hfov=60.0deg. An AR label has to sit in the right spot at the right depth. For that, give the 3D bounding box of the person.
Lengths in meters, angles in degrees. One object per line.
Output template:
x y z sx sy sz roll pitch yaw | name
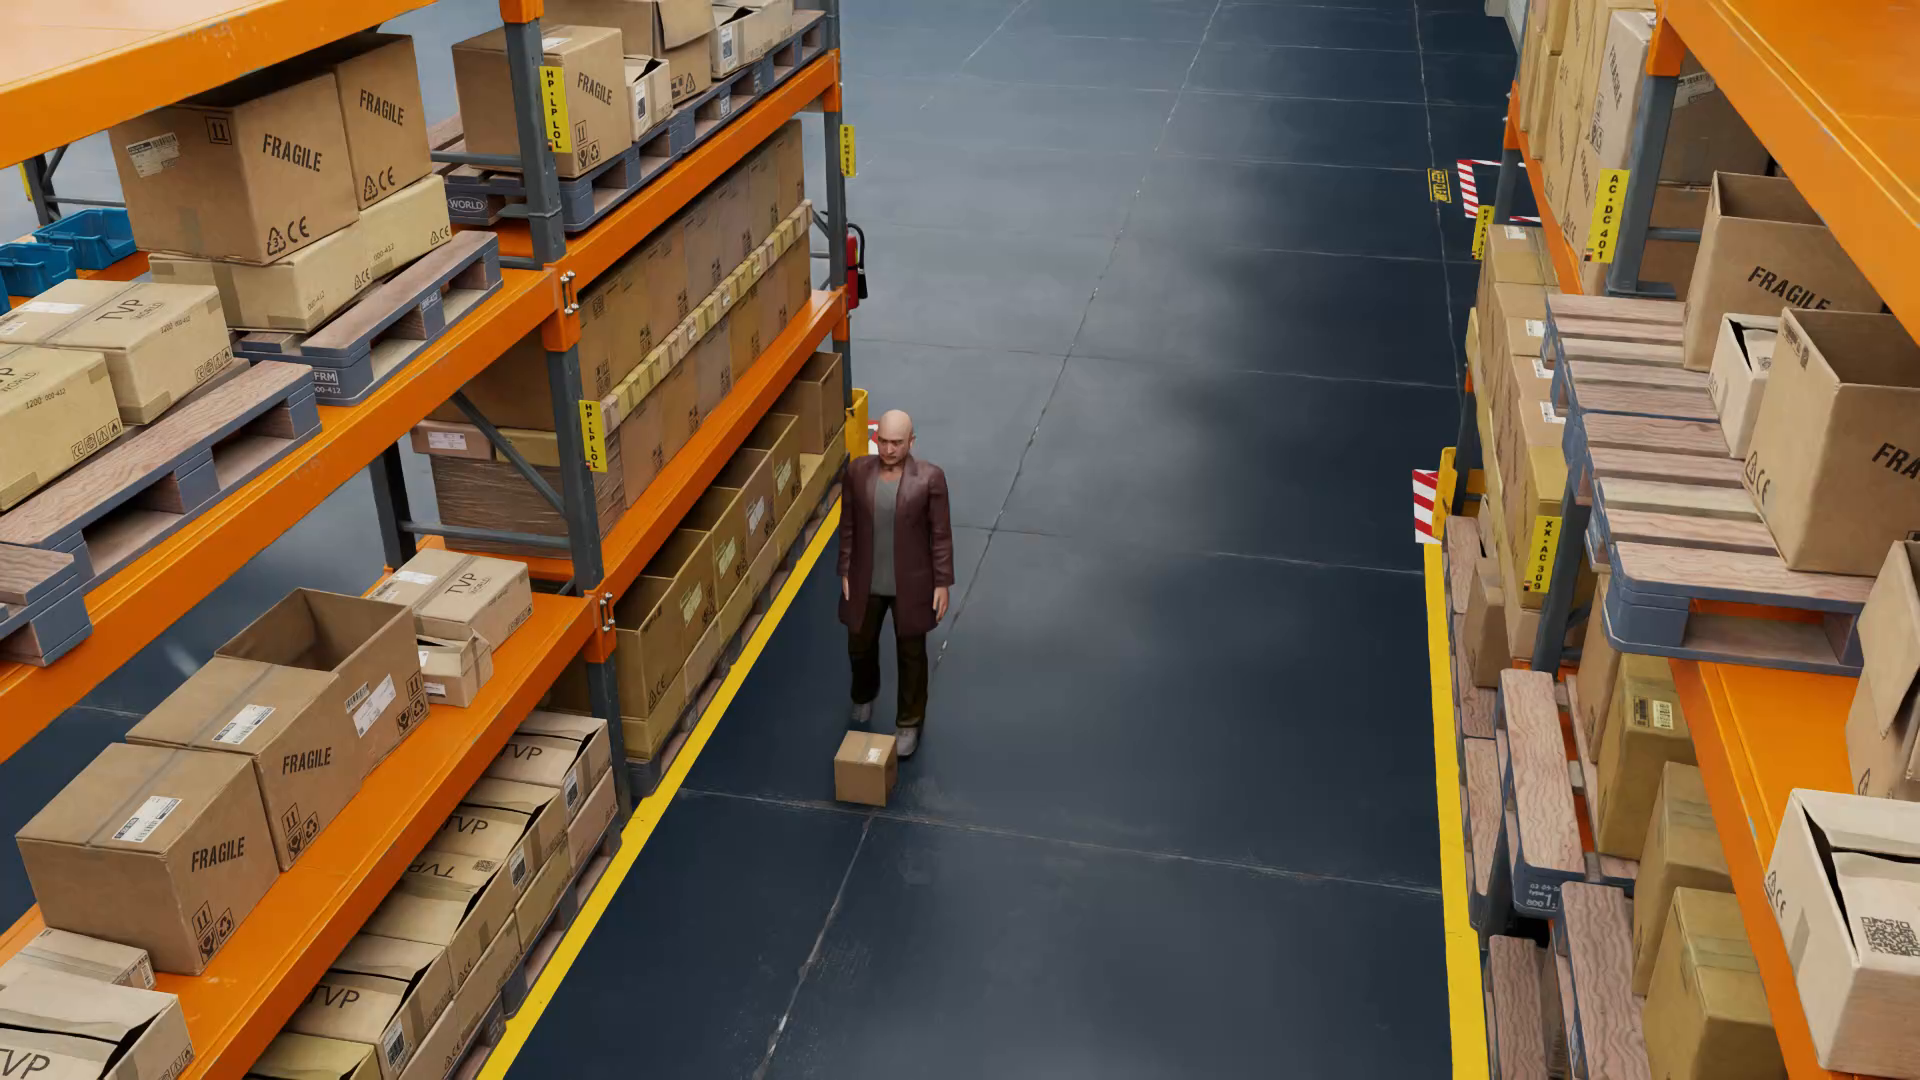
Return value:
-0.320 0.234 8.272 0.601 1.848 0.561 6 29 11 | person
